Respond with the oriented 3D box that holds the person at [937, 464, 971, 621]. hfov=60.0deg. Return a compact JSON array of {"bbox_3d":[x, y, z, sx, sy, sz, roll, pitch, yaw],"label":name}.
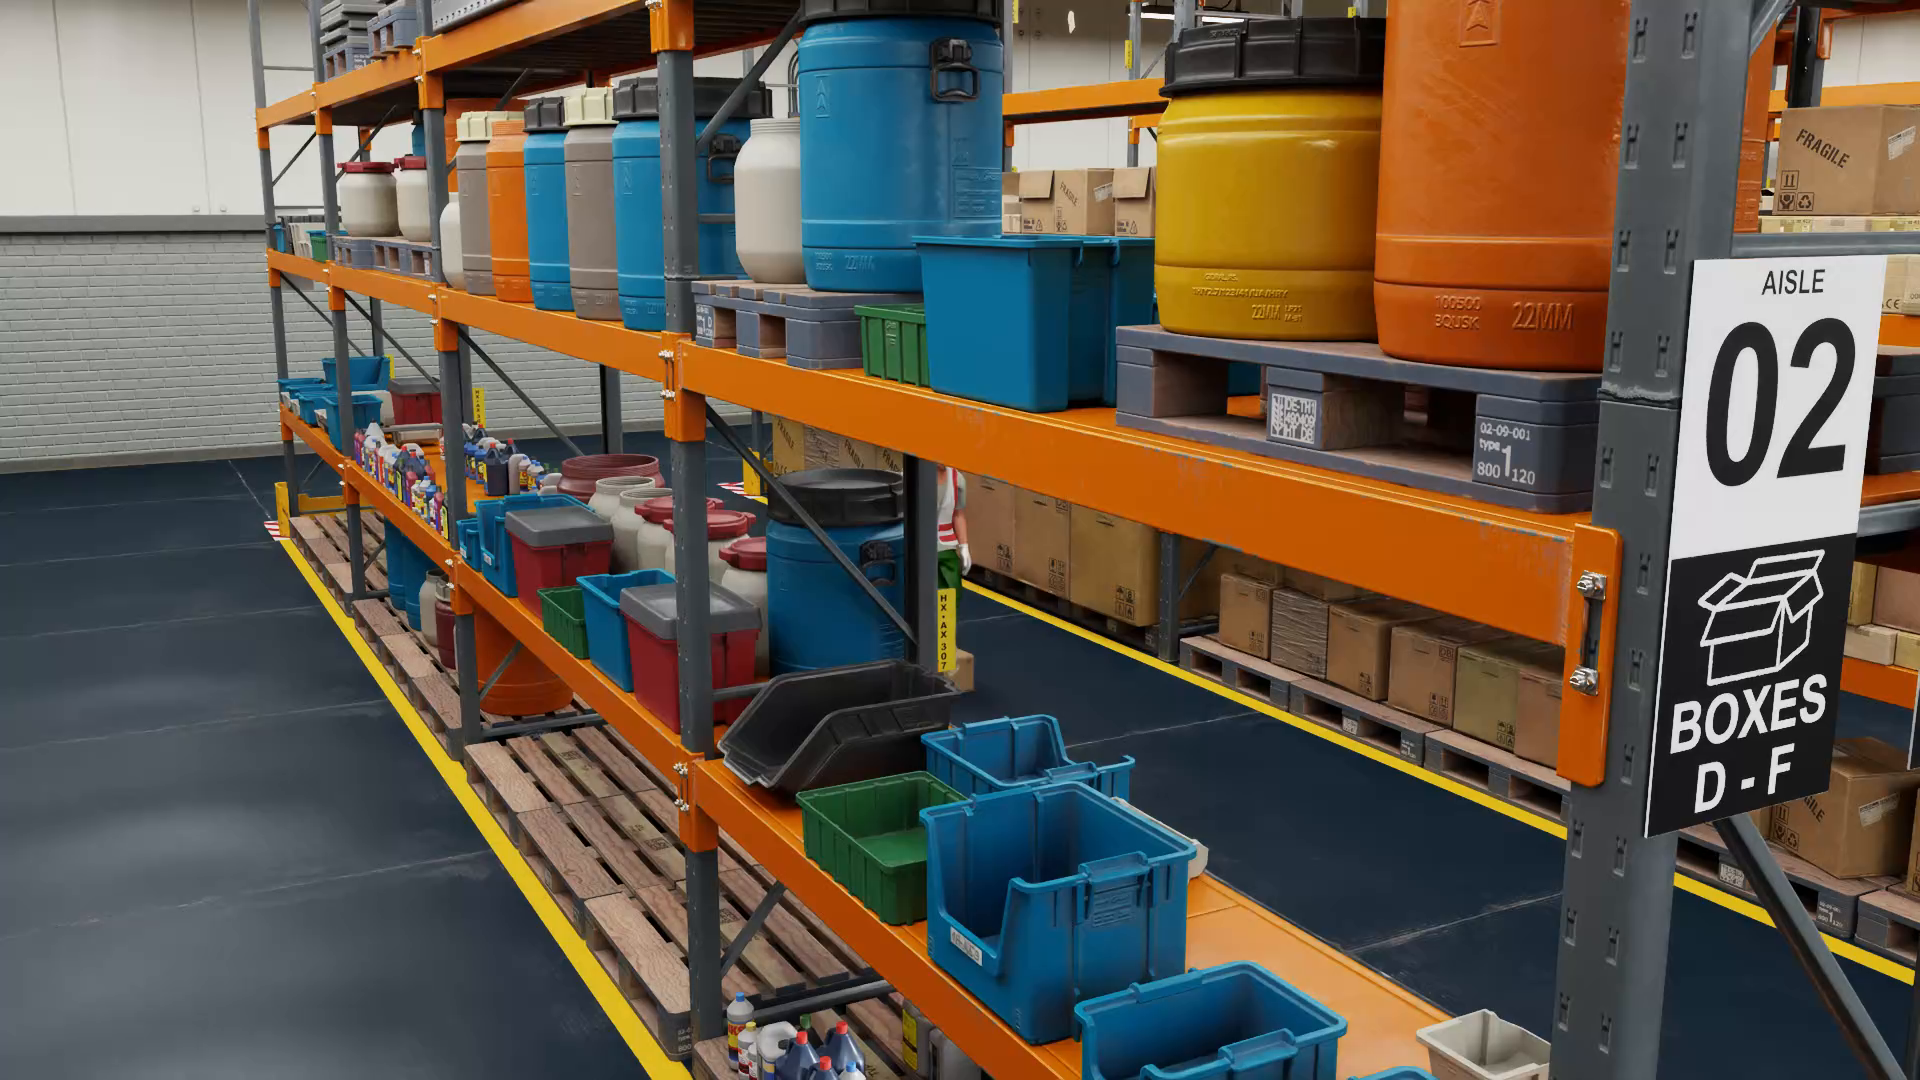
[{"bbox_3d":[-0.184,0.109,11.381,0.597,1.778,0.450,-7,13,-30],"label":"person"}]
